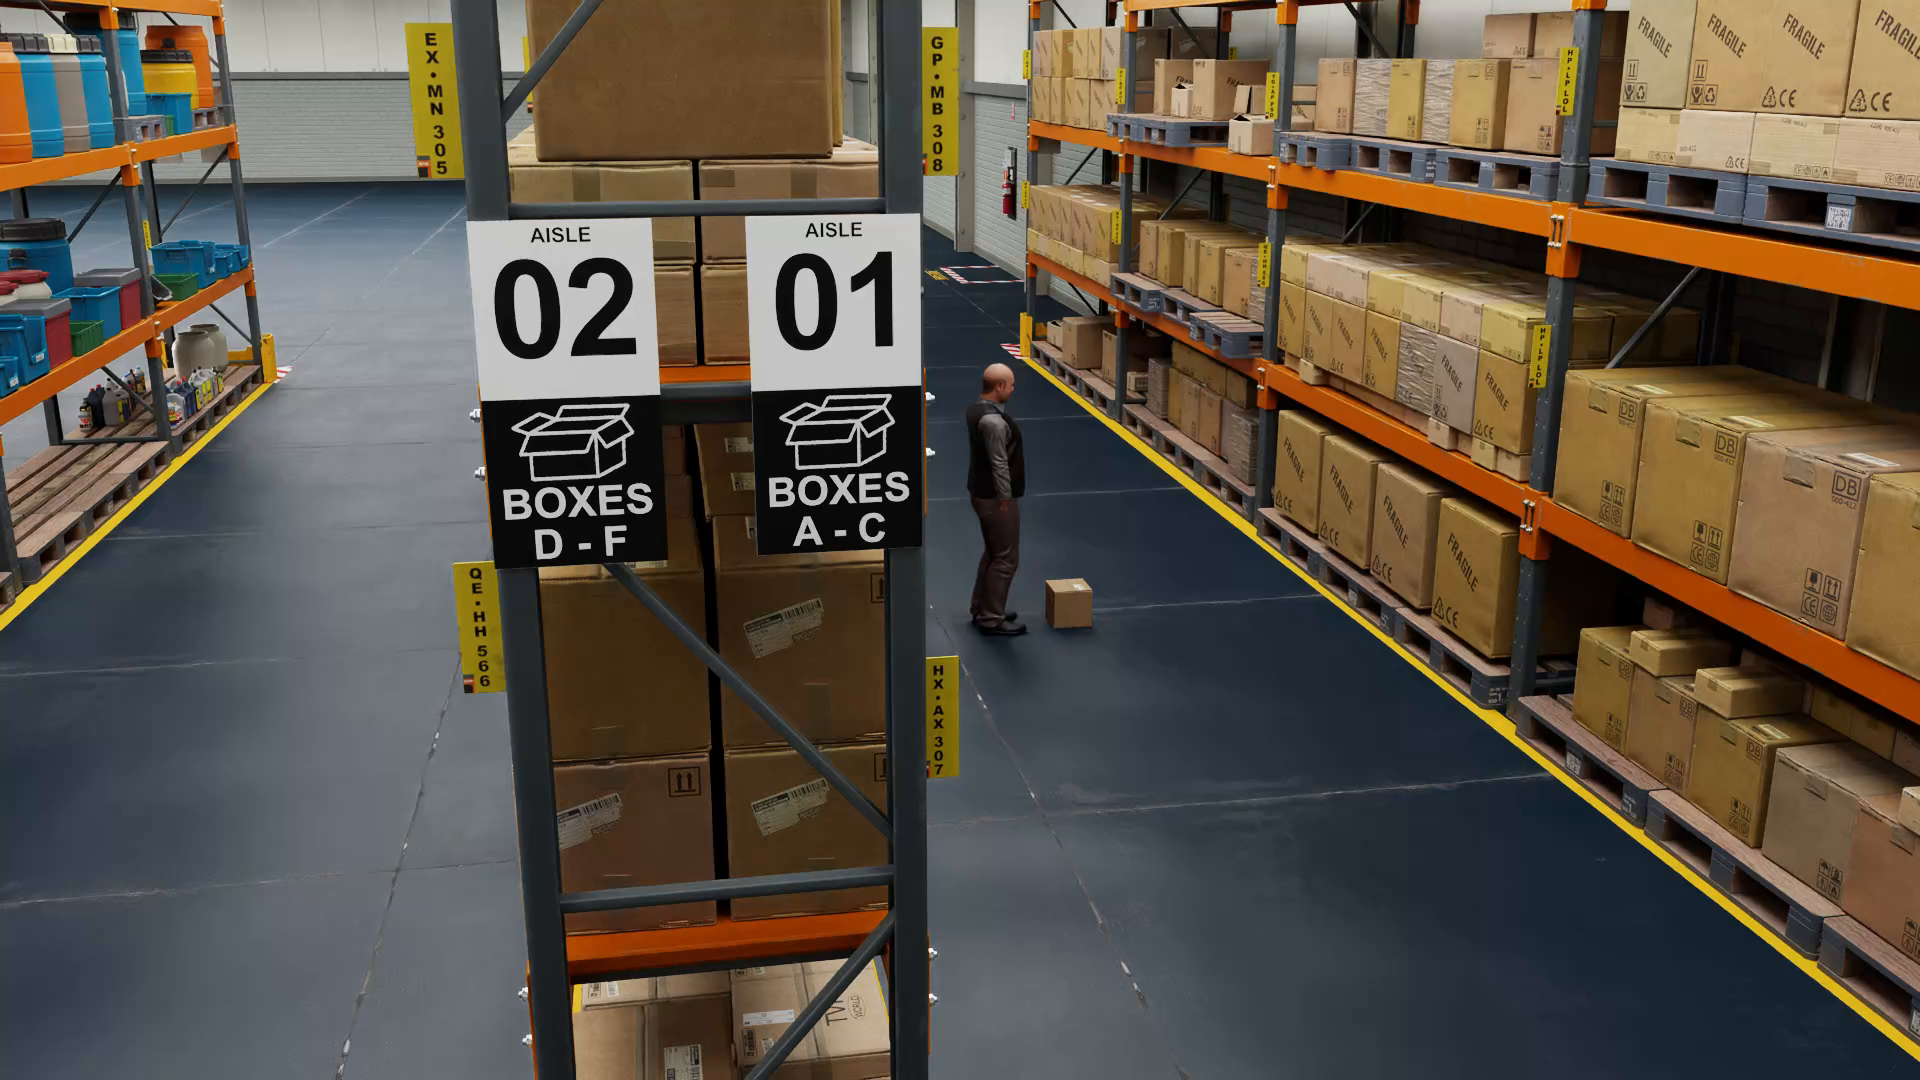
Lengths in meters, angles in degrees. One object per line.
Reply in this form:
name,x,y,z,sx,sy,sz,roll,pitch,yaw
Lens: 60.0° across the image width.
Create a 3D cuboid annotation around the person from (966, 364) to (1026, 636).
person,0.225,-0.266,10.519,0.355,1.715,0.534,-3,16,-9
